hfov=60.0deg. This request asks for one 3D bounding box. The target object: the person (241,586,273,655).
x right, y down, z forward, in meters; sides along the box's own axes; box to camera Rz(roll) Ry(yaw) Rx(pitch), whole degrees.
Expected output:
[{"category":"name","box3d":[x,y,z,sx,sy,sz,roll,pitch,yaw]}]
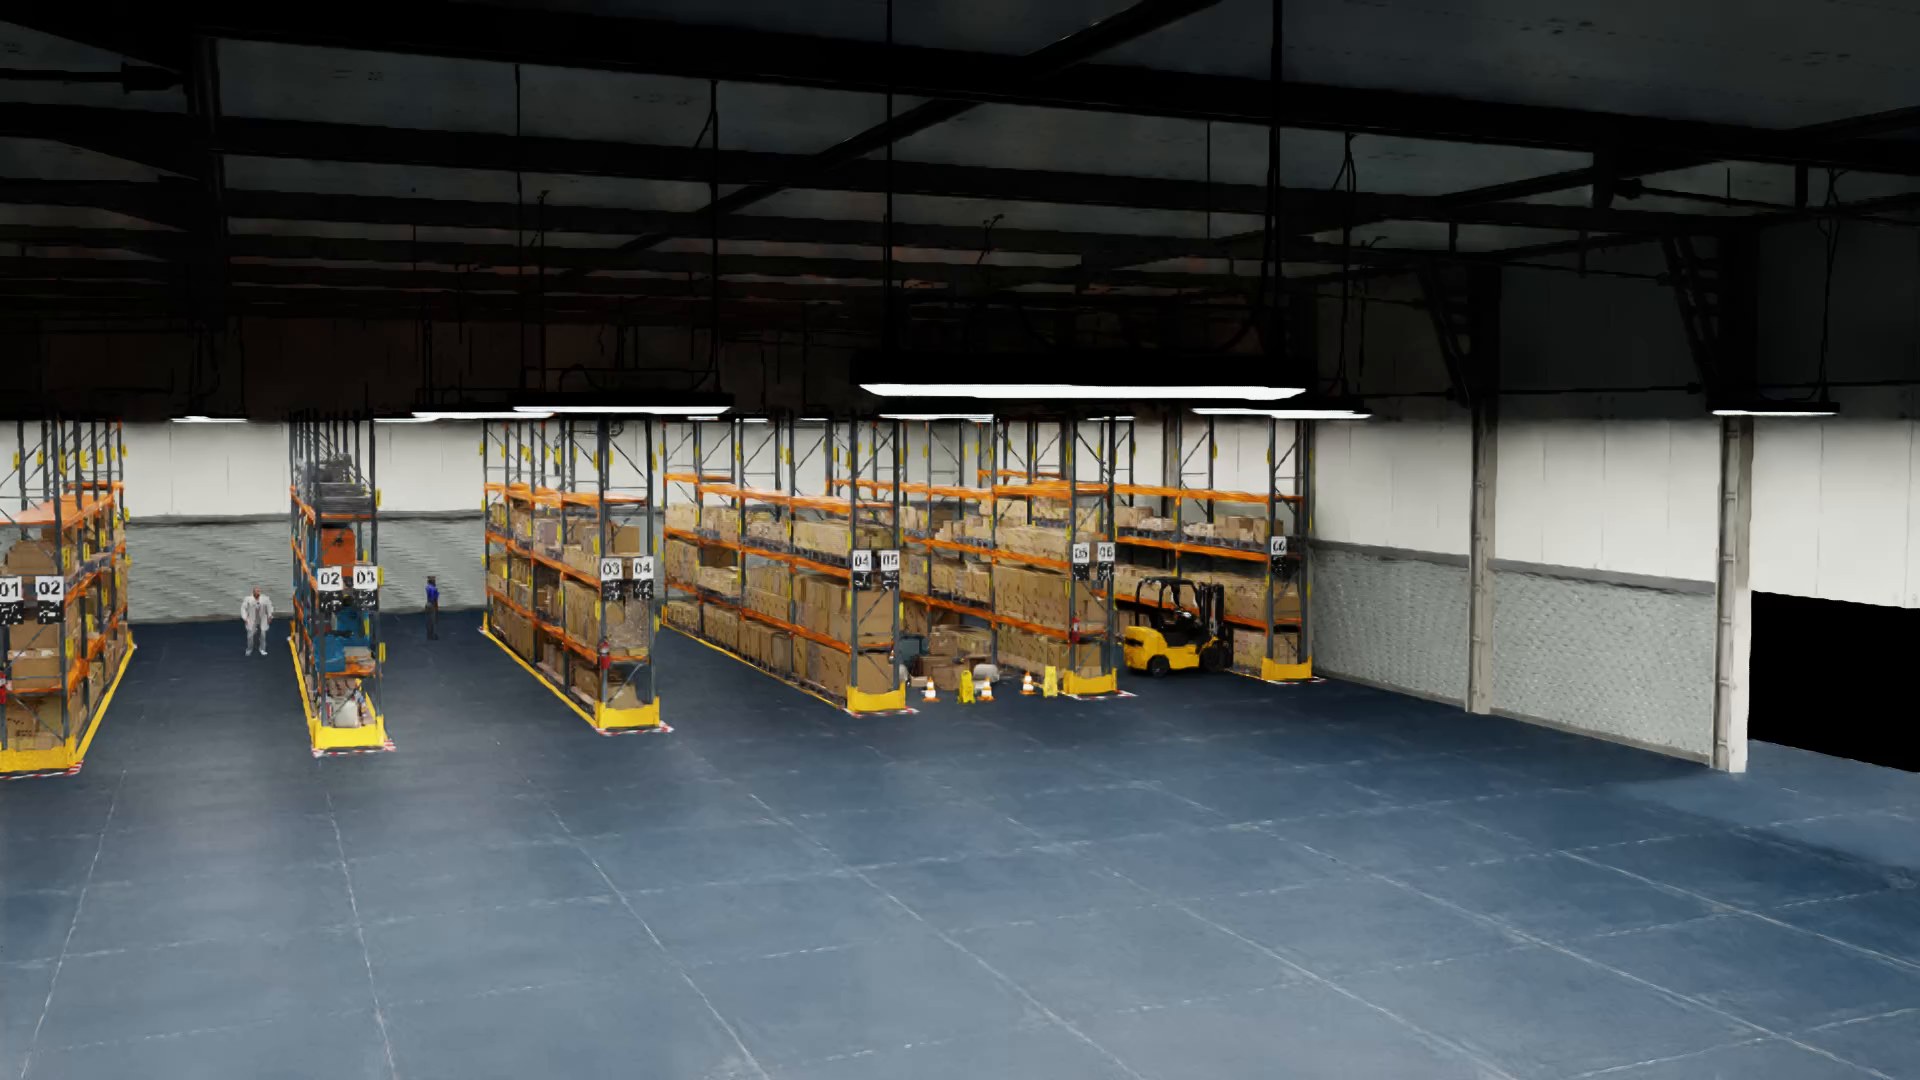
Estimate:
[{"category":"person","box3d":[-17.380,1.984,41.107,0.729,1.733,0.544,-2,4,-24]}]

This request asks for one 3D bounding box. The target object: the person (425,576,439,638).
[{"category":"person","box3d":[-14.071,1.773,44.338,0.375,1.658,0.575,-3,5,-39]}]

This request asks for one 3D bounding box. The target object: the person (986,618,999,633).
[{"category":"person","box3d":[0.799,1.737,44.854,0.543,1.664,0.575,0,4,7]}]
